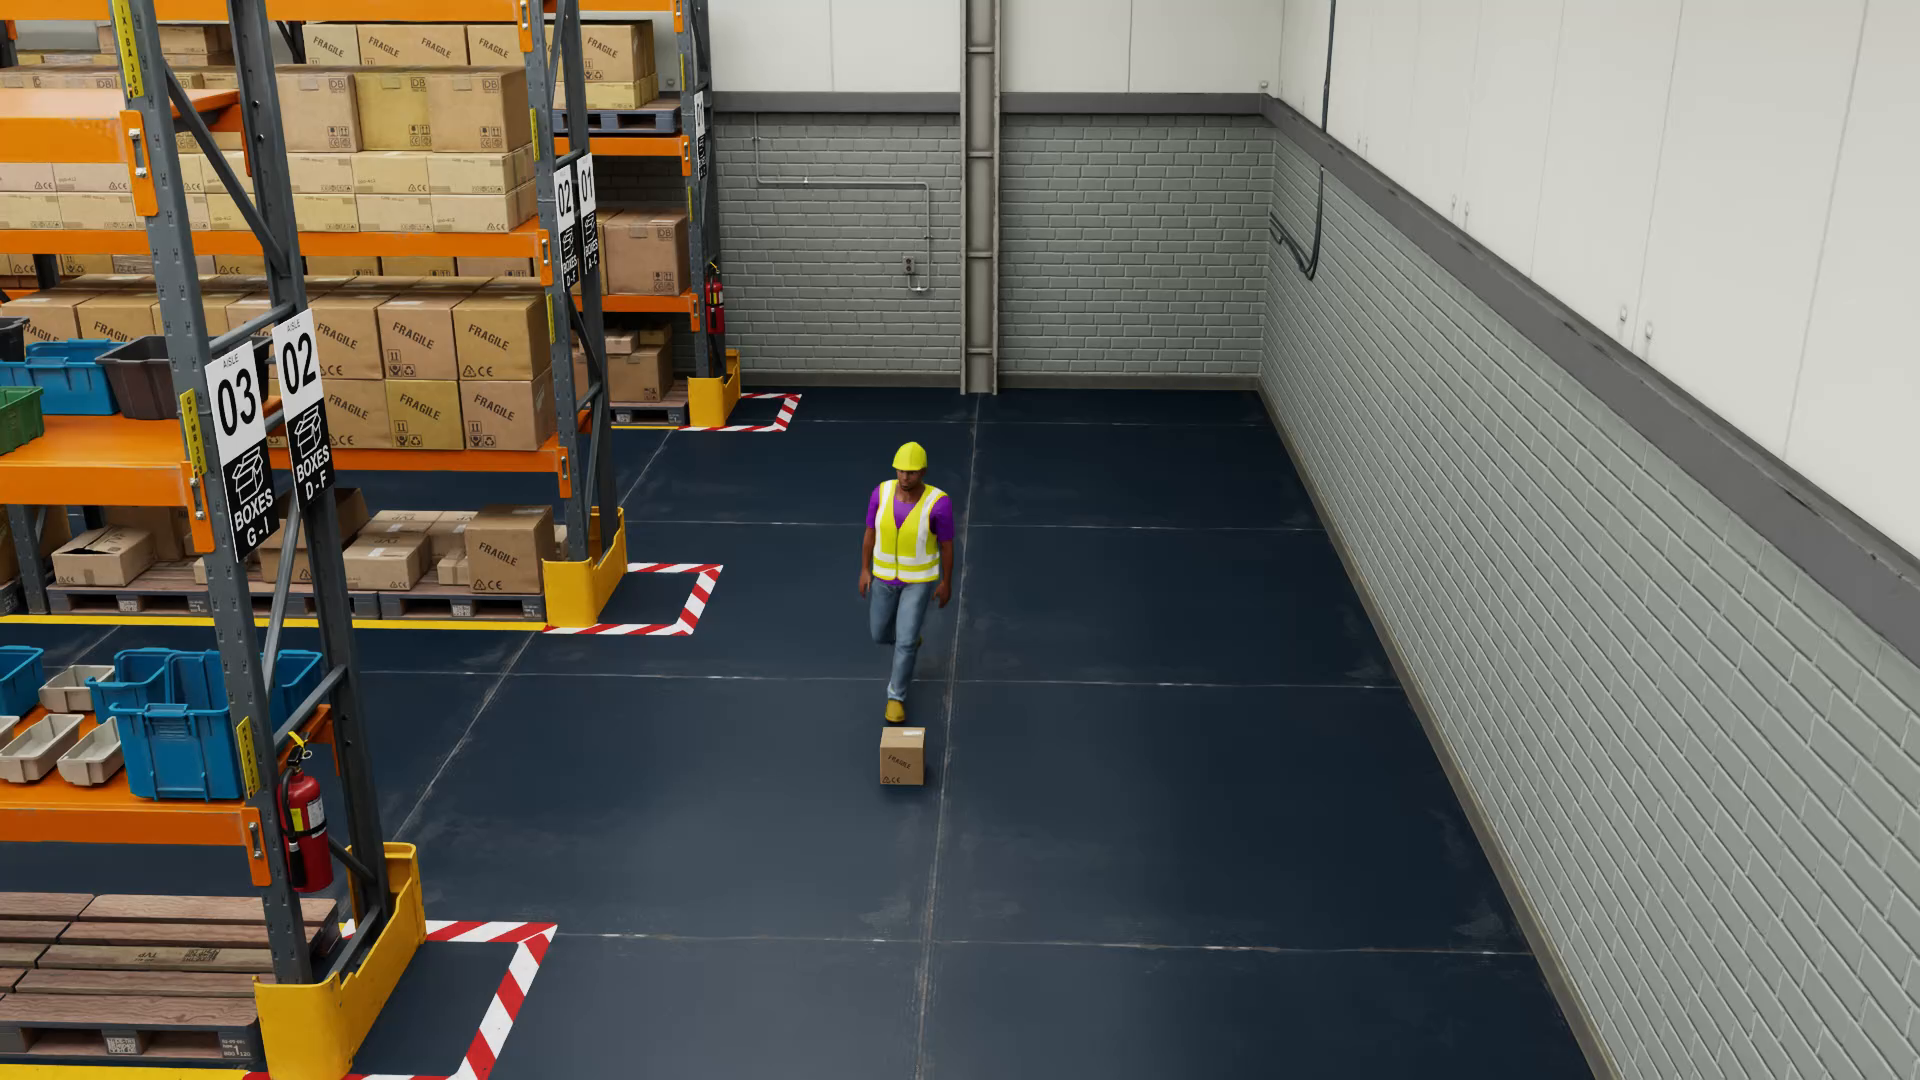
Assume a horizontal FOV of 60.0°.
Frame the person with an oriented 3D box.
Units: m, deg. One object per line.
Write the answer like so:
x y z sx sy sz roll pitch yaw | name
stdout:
-0.336 0.216 10.459 0.608 1.744 0.796 9 22 22 | person
